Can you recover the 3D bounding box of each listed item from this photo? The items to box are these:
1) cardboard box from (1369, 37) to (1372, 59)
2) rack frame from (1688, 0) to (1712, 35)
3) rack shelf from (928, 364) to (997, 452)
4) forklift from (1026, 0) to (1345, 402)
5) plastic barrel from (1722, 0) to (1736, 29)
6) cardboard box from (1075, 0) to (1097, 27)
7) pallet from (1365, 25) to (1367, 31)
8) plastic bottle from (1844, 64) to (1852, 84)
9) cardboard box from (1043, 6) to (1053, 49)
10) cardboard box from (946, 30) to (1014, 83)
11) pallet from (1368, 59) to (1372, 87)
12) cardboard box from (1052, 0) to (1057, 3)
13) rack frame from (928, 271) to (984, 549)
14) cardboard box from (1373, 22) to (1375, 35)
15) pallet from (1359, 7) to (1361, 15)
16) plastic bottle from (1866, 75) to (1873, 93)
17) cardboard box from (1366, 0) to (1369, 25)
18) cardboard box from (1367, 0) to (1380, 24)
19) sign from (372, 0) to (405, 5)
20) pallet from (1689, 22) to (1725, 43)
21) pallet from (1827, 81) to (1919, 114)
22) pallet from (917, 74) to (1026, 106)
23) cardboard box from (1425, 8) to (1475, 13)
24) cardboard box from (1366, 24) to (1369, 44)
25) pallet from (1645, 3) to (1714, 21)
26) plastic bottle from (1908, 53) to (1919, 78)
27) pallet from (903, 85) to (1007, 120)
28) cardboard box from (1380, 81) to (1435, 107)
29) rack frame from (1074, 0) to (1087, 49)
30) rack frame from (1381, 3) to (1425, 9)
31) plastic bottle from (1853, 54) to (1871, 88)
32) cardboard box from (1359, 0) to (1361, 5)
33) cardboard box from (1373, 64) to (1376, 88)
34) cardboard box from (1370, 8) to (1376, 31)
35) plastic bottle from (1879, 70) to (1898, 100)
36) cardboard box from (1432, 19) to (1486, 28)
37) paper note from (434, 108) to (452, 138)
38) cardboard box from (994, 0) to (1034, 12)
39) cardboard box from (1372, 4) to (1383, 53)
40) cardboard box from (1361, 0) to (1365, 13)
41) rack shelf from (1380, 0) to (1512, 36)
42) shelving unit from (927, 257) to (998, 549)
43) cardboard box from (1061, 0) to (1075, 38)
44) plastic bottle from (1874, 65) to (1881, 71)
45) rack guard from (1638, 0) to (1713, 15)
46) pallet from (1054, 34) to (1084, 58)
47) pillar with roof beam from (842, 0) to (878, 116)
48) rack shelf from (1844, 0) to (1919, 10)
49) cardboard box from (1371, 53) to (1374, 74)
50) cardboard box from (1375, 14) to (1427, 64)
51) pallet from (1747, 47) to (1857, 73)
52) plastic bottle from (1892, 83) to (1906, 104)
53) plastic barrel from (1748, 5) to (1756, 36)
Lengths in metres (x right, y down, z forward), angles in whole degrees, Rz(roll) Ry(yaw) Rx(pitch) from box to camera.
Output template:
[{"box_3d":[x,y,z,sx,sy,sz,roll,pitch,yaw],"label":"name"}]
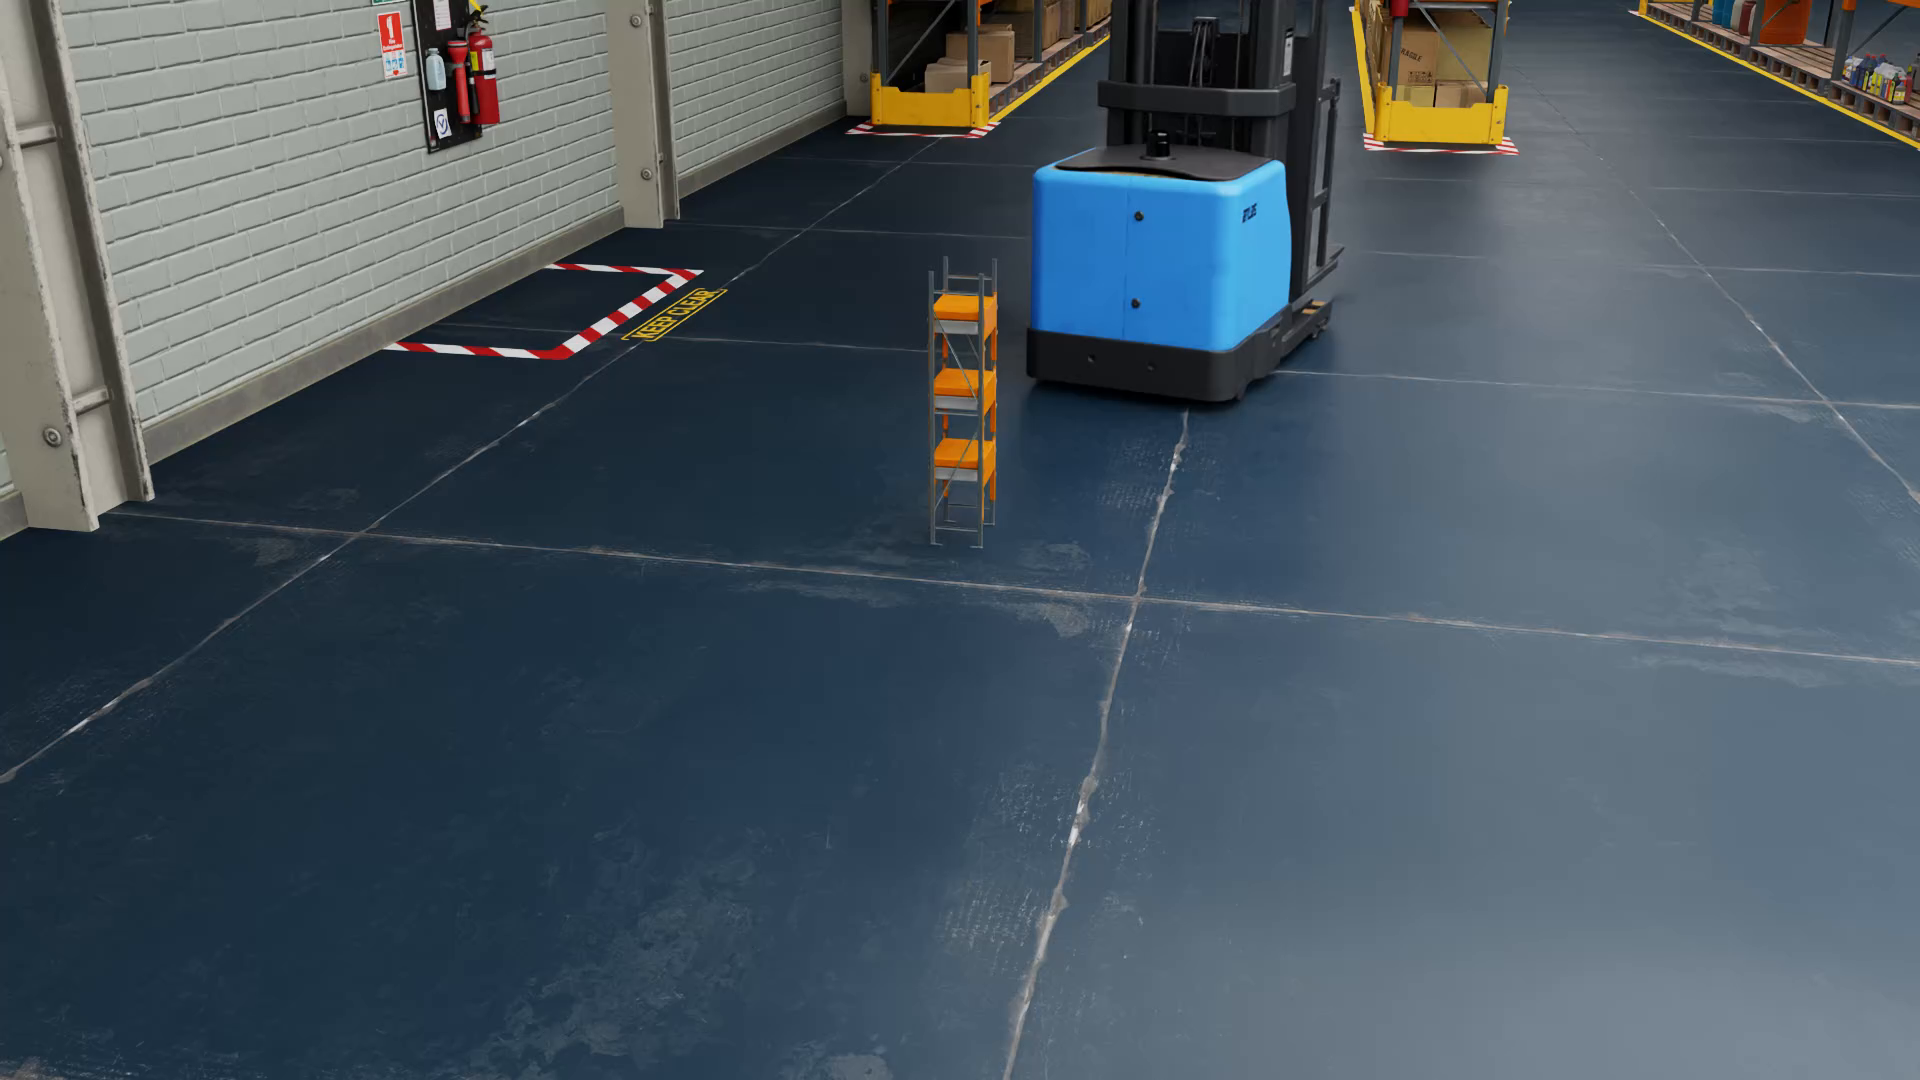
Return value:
[{"box_3d":[5.355,-6.126,20.666,0.500,0.250,0.500,5,22,12],"label":"cardboard box"},{"box_3d":[11.826,-9.207,25.200,1.000,3.000,0.127,4,22,11],"label":"rack frame"},{"box_3d":[0.011,-0.497,6.210,0.215,0.259,0.240,4,22,11],"label":"rack shelf"},{"box_3d":[1.418,-2.520,8.686,1.130,2.935,3.031,10,24,24],"label":"forklift"},{"box_3d":[11.554,-7.972,24.380,0.600,0.901,0.708,4,22,11],"label":"plastic barrel"},{"box_3d":[1.590,-7.956,24.409,0.750,0.750,0.750,4,22,10],"label":"cardboard box"},{"box_3d":[6.849,-7.992,25.916,1.003,0.211,1.213,4,22,11],"label":"pallet"},{"box_3d":[9.679,-5.067,18.077,0.097,0.201,0.097,0,22,0],"label":"plastic bottle"},{"box_3d":[0.829,-6.728,21.801,0.700,0.500,0.500,5,22,12],"label":"cardboard box"},{"box_3d":[0.223,-5.338,18.348,0.700,0.500,0.500,3,22,8],"label":"cardboard box"},{"box_3d":[5.458,-5.639,20.073,1.003,0.211,1.213,4,22,11],"label":"pallet"},{"box_3d":[1.038,-7.421,22.518,0.500,0.250,0.500,5,22,12],"label":"cardboard box"},{"box_3d":[-0.014,-0.462,6.095,0.200,1.050,0.008,4,22,11],"label":"rack frame"},{"box_3d":[5.148,-6.010,19.629,0.500,0.311,0.500,4,22,11],"label":"cardboard box"},{"box_3d":[7.617,-9.436,29.501,1.003,0.211,1.213,4,22,11],"label":"pallet"},{"box_3d":[9.504,-4.753,17.297,0.097,0.201,0.097,0,22,0],"label":"plastic bottle"},{"box_3d":[6.330,-7.909,24.734,0.500,0.500,0.500,4,22,9],"label":"cardboard box"},{"box_3d":[5.767,-7.134,22.419,0.500,0.311,0.500,5,23,13],"label":"cardboard box"},{"box_3d":[-2.995,-2.870,8.706,0.001,0.109,0.331,4,22,11],"label":"sign"},{"box_3d":[11.628,-7.635,25.028,1.003,0.211,1.213,4,22,11],"label":"pallet"},{"box_3d":[10.016,-4.746,17.854,1.003,0.211,1.213,4,22,11],"label":"pallet"},{"box_3d":[0.146,-5.047,18.603,1.003,0.211,1.213,4,22,11],"label":"pallet"},{"box_3d":[5.352,-5.559,18.257,0.500,0.500,0.500,4,22,11],"label":"cardboard box"},{"box_3d":[5.666,-6.690,22.067,0.500,0.250,0.500,4,22,9],"label":"cardboard box"},{"box_3d":[12.436,-9.078,28.611,1.003,0.211,1.213,4,22,11],"label":"pallet"},{"box_3d":[10.204,-5.010,17.736,0.144,0.351,0.185,4,22,11],"label":"plastic bottle"},{"box_3d":[-0.105,-4.603,17.499,1.003,0.211,1.213,4,22,11],"label":"pallet"},{"box_3d":[4.350,-4.336,16.222,0.500,0.250,0.500,4,22,11],"label":"cardboard box"},{"box_3d":[1.312,-8.500,23.443,1.000,3.000,0.127,4,22,11],"label":"rack frame"},{"box_3d":[5.346,-6.660,18.876,1.000,3.000,0.127,4,22,11],"label":"rack frame"},{"box_3d":[9.623,-4.993,17.693,0.144,0.351,0.185,5,22,12],"label":"plastic bottle"},{"box_3d":[7.202,-9.435,28.856,0.500,0.250,0.500,4,22,11],"label":"cardboard box"},{"box_3d":[4.644,-4.885,17.586,0.500,0.250,0.500,4,22,11],"label":"cardboard box"},{"box_3d":[5.458,-6.566,21.011,0.500,0.311,0.500,4,22,10],"label":"cardboard box"},{"box_3d":[9.430,-4.605,16.830,0.152,0.276,0.135,4,22,9],"label":"plastic bottle"},{"box_3d":[5.046,-5.011,16.895,0.500,0.500,0.500,4,22,11],"label":"cardboard box"},{"box_3d":[-2.894,-2.332,9.309,0.016,0.148,0.142,4,22,11],"label":"paper note"},{"box_3d":[0.716,-6.861,21.127,0.500,0.250,0.500,4,22,10],"label":"cardboard box"},{"box_3d":[4.944,-5.782,18.809,0.500,0.500,0.500,4,22,11],"label":"cardboard box"},{"box_3d":[6.817,-8.861,27.097,0.500,0.500,0.500,4,22,11],"label":"cardboard box"},{"box_3d":[4.938,-5.595,17.194,1.077,0.370,4.000,4,22,11],"label":"rack shelf"},{"box_3d":[0.011,-0.507,6.206,0.215,1.050,0.252,4,22,11],"label":"shelving unit"},{"box_3d":[1.216,-7.277,23.164,0.700,0.500,0.500,5,22,12],"label":"cardboard box"},{"box_3d":[9.591,-4.831,17.396,0.097,0.271,0.097,0,22,0],"label":"plastic bottle"},{"box_3d":[12.635,-9.520,29.323,1.175,0.500,0.348,4,22,11],"label":"rack guard"},{"box_3d":[1.151,-6.920,23.254,1.003,0.211,1.213,4,22,11],"label":"pallet"},{"box_3d":[3.190,-8.350,15.042,9.100,9.000,0.400,4,22,11],"label":"pillar with roof beam"},{"box_3d":[9.786,-5.216,16.253,1.077,0.370,4.000,4,22,11],"label":"rack shelf"},{"box_3d":[4.954,-5.433,18.948,0.500,0.250,0.500,4,22,11],"label":"cardboard box"},{"box_3d":[4.641,-5.233,17.447,0.500,0.500,0.500,4,22,11],"label":"cardboard box"},{"box_3d":[10.814,-6.170,21.392,1.003,0.211,1.213,4,22,11],"label":"pallet"},{"box_3d":[9.323,-4.430,16.494,0.097,0.201,0.097,0,22,0],"label":"plastic bottle"},{"box_3d":[11.121,-7.179,22.931,0.421,0.512,0.421,0,22,0],"label":"plastic barrel"}]
